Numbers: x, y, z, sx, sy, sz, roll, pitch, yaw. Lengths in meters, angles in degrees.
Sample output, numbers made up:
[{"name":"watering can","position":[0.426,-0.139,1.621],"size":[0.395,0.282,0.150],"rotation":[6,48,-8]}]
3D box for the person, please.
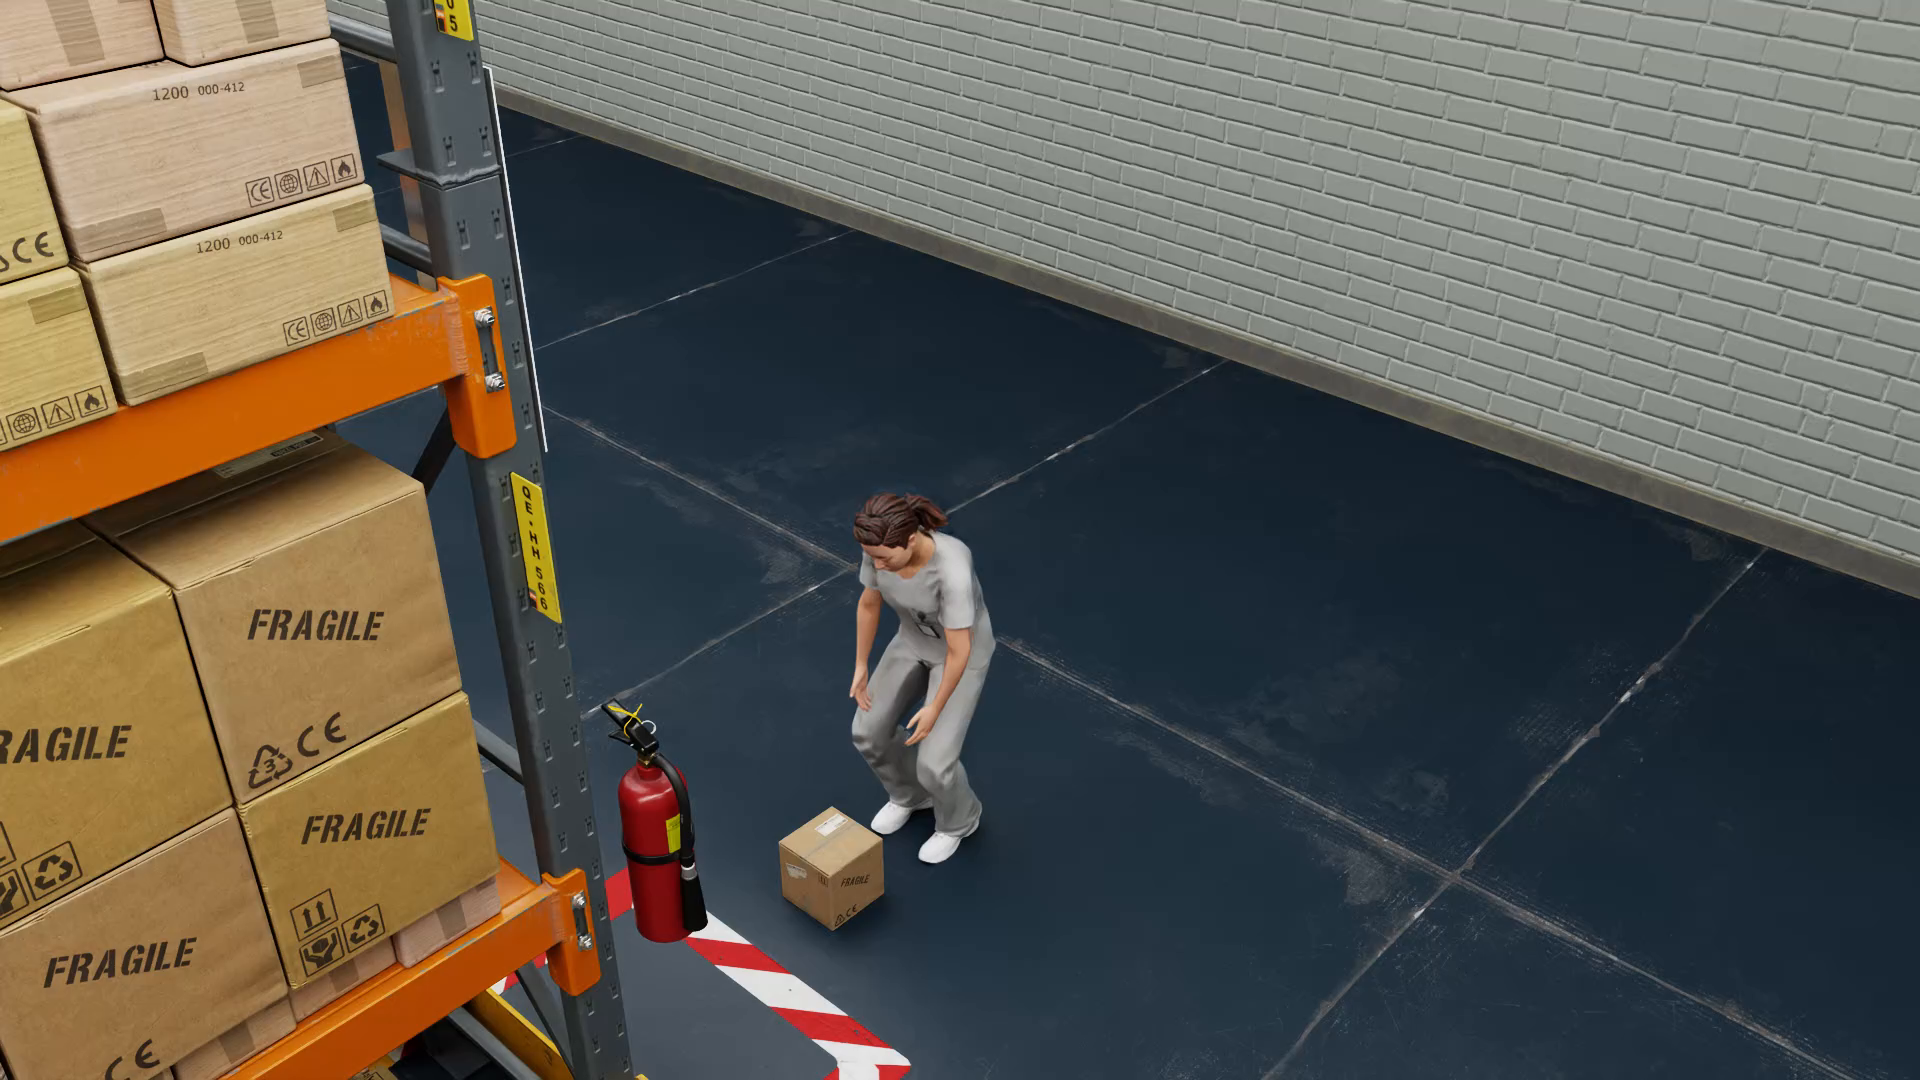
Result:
[{"name":"person","position":[-0.119,0.436,5.605],"size":[0.486,1.493,0.554],"rotation":[26,40,35]}]
